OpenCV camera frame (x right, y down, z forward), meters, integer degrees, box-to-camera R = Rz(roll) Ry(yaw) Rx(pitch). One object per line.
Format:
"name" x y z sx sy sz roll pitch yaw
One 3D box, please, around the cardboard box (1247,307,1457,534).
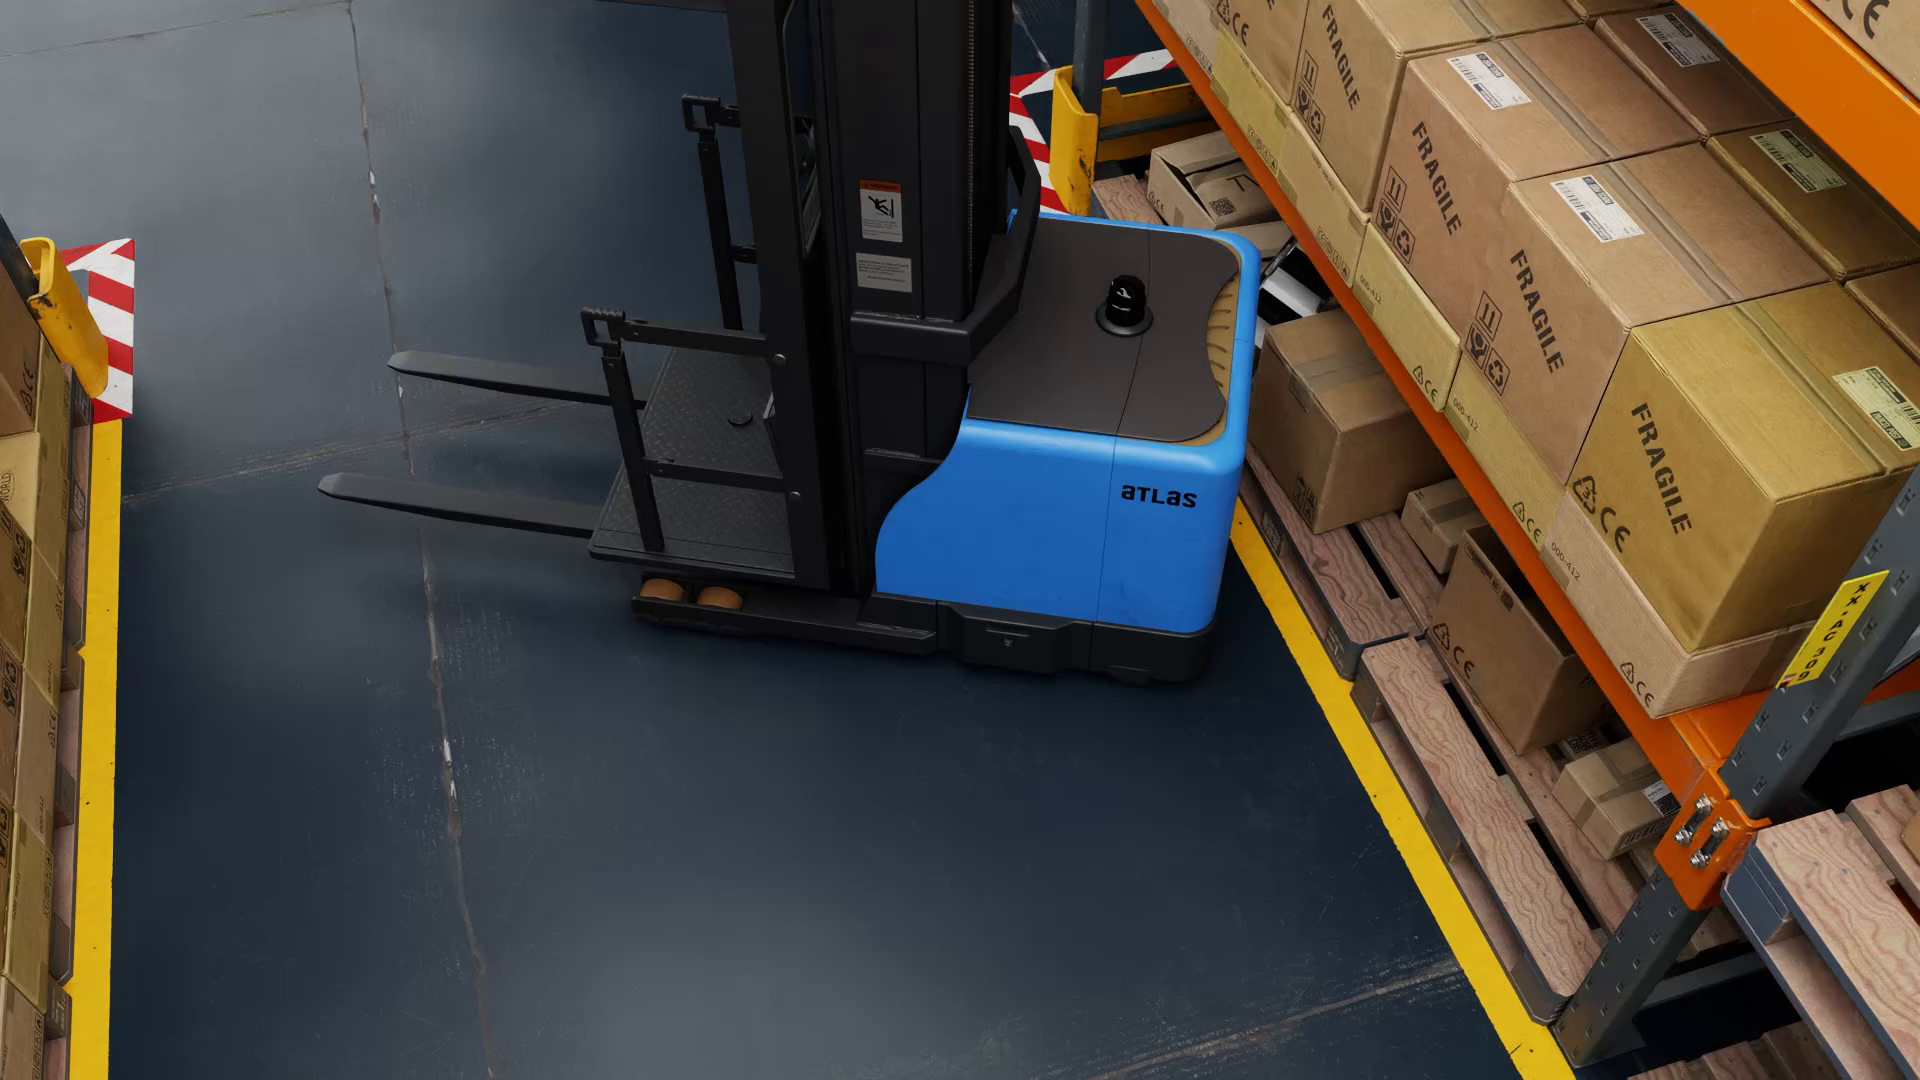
"cardboard box" 1.403 -0.448 5.513 0.700 0.500 0.500 -16 52 -13

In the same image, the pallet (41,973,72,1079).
"pallet" -2.796 1.752 4.135 1.003 0.211 1.213 -13 51 -11

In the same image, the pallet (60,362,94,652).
"pallet" -3.518 -0.030 5.638 1.003 0.211 1.213 -13 51 -11

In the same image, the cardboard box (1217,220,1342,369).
"cardboard box" 1.234 -0.934 6.046 0.500 0.311 0.500 -10 51 -8

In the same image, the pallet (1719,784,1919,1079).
"pallet" 2.217 0.973 3.093 1.003 0.211 1.213 -13 51 -11

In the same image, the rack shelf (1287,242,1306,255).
"rack shelf" 1.202 -0.954 5.484 0.200 0.077 0.258 36 36 -2

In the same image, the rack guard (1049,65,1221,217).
"rack guard" 0.970 -1.740 6.890 1.175 0.500 0.348 -13 51 -11

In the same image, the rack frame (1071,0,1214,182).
"rack frame" 0.947 -2.601 5.981 1.000 3.000 0.127 -13 51 -11

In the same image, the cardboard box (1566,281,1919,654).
"cardboard box" 1.695 -0.155 3.513 0.500 0.500 0.500 -13 51 -11

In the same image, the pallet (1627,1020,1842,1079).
"pallet" 2.362 1.788 4.105 1.003 0.211 1.213 -13 51 -11

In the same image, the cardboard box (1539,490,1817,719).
"cardboard box" 1.700 0.085 3.802 0.500 0.250 0.500 -13 51 -11

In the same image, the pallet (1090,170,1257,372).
"pallet" 1.176 -1.045 6.493 1.003 0.211 1.213 -13 51 -11

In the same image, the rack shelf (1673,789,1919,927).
"rack shelf" 2.721 2.013 2.562 1.077 0.370 4.000 -13 51 -11

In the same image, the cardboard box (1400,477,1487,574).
"cardboard box" 1.676 -0.075 5.428 0.380 0.149 0.250 -17 52 -14

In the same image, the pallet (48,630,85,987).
"pallet" -3.161 0.859 4.888 1.003 0.211 1.213 -13 51 -11

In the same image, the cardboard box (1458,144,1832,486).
"cardboard box" 1.542 -0.518 3.819 0.500 0.500 0.500 -14 51 -11

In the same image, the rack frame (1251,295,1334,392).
"rack frame" 1.212 -0.800 5.573 0.006 0.900 0.240 36 36 -2

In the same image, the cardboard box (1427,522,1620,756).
"cardboard box" 1.785 0.235 4.937 0.500 0.500 0.500 -17 52 -14

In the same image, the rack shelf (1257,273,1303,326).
"rack shelf" 1.069 -0.780 5.642 0.200 0.077 0.258 36 36 -2

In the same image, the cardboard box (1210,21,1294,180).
"cardboard box" 1.100 -1.381 5.038 0.500 0.250 0.500 -14 51 -12

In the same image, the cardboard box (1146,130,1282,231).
"cardboard box" 1.066 -1.351 6.397 0.500 0.311 0.500 -19 52 -15

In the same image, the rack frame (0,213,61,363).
"rack frame" -3.784 -1.478 5.034 1.000 3.000 0.127 -13 51 -11

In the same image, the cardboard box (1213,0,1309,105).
"cardboard box" 1.085 -1.642 4.767 0.500 0.500 0.500 -15 51 -12

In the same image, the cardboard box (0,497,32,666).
"cardboard box" -3.031 0.082 4.752 0.500 0.500 0.500 -13 51 -11

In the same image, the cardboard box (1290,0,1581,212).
"cardboard box" 1.249 -1.268 4.451 0.500 0.500 0.500 -12 51 -10

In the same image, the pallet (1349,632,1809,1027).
"pallet" 1.898 0.737 4.991 1.003 0.211 1.213 -13 51 -11

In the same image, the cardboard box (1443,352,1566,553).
"cardboard box" 1.561 -0.281 4.110 0.500 0.250 0.500 -13 51 -11

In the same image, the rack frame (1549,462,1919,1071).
"rack frame" 2.130 0.320 3.518 1.000 3.000 0.127 -13 51 -11

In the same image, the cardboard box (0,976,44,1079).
"cardboard box" -2.592 1.421 4.114 0.500 0.250 0.500 -13 51 -11

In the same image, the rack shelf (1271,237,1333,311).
"rack shelf" 1.157 -0.896 5.537 0.200 0.077 0.258 36 36 -2

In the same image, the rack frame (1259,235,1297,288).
"rack frame" 1.047 -0.919 5.566 0.006 0.900 0.240 36 36 -2

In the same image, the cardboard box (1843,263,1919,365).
"cardboard box" 2.191 -0.270 3.610 0.500 0.500 0.500 -14 51 -12

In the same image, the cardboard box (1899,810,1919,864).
"cardboard box" 2.248 0.526 2.992 0.700 0.500 0.500 -13 51 -11

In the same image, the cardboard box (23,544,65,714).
"cardboard box" -3.034 0.325 5.038 0.500 0.250 0.500 -13 51 -11

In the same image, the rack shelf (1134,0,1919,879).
"rack shelf" 1.539 -0.908 5.024 1.077 0.370 4.000 -13 51 -11

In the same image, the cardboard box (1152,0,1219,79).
"cardboard box" 0.955 -1.755 5.353 0.500 0.250 0.500 -15 51 -12

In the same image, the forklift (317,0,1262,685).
"forklift" -0.620 -1.027 4.699 3.031 2.935 1.130 8 50 6

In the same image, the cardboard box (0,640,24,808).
"cardboard box" -2.885 0.448 4.444 0.500 0.500 0.500 -13 51 -11

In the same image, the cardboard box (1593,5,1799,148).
"cardboard box" 1.899 -1.014 4.237 0.500 0.500 0.500 -12 51 -10

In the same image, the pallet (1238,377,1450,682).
"pallet" 1.533 -0.156 5.743 1.003 0.211 1.213 -13 51 -11

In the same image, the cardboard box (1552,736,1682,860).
"cardboard box" 1.943 0.708 4.757 0.380 0.166 0.250 -19 53 -16

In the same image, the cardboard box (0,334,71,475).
"cardboard box" -3.343 -0.402 5.651 0.500 0.250 0.500 -13 51 -11

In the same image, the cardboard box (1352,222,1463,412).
"cardboard box" 1.397 -0.645 4.417 0.500 0.250 0.500 -14 51 -11

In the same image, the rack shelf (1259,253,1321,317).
"rack shelf" 1.113 -0.838 5.589 0.200 0.077 0.258 36 36 -2

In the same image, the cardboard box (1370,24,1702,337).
"cardboard box" 1.403 -0.888 4.131 0.500 0.500 0.500 -15 51 -12

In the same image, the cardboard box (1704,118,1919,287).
"cardboard box" 2.041 -0.649 3.929 0.500 0.500 0.500 -14 51 -11

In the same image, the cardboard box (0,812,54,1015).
"cardboard box" -2.734 1.054 4.423 0.500 0.250 0.500 -13 51 -11

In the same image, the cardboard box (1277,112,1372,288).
"cardboard box" 1.248 -1.012 4.726 0.500 0.250 0.500 -13 51 -11

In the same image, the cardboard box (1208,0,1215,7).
"cardboard box" 0.938 -2.021 5.086 0.500 0.500 0.500 -13 51 -11

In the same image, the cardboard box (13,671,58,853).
"cardboard box" -2.888 0.690 4.730 0.500 0.250 0.500 -13 51 -11

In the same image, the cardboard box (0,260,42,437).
"cardboard box" -3.341 -0.645 5.365 0.500 0.500 0.500 -13 51 -11

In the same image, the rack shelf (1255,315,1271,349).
"rack shelf" 1.024 -0.722 5.694 0.200 0.077 0.258 36 36 -2

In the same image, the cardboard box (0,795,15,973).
"cardboard box" -2.735 0.813 4.136 0.500 0.500 0.500 -13 51 -11

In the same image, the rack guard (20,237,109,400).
"rack guard" -3.791 -0.690 6.005 1.175 0.500 0.348 -13 51 -11

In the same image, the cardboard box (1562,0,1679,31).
"cardboard box" 1.735 -1.390 4.555 0.500 0.500 0.500 -13 51 -10

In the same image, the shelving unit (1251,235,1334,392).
"shelving unit" 1.129 -0.859 5.570 0.210 0.900 0.258 36 36 -2

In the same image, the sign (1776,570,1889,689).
"sign" 1.614 0.170 3.079 0.100 0.325 0.005 -13 51 -11

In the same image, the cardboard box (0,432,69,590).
"cardboard box" -3.184 -0.040 5.346 0.500 0.250 0.500 -13 51 -11
